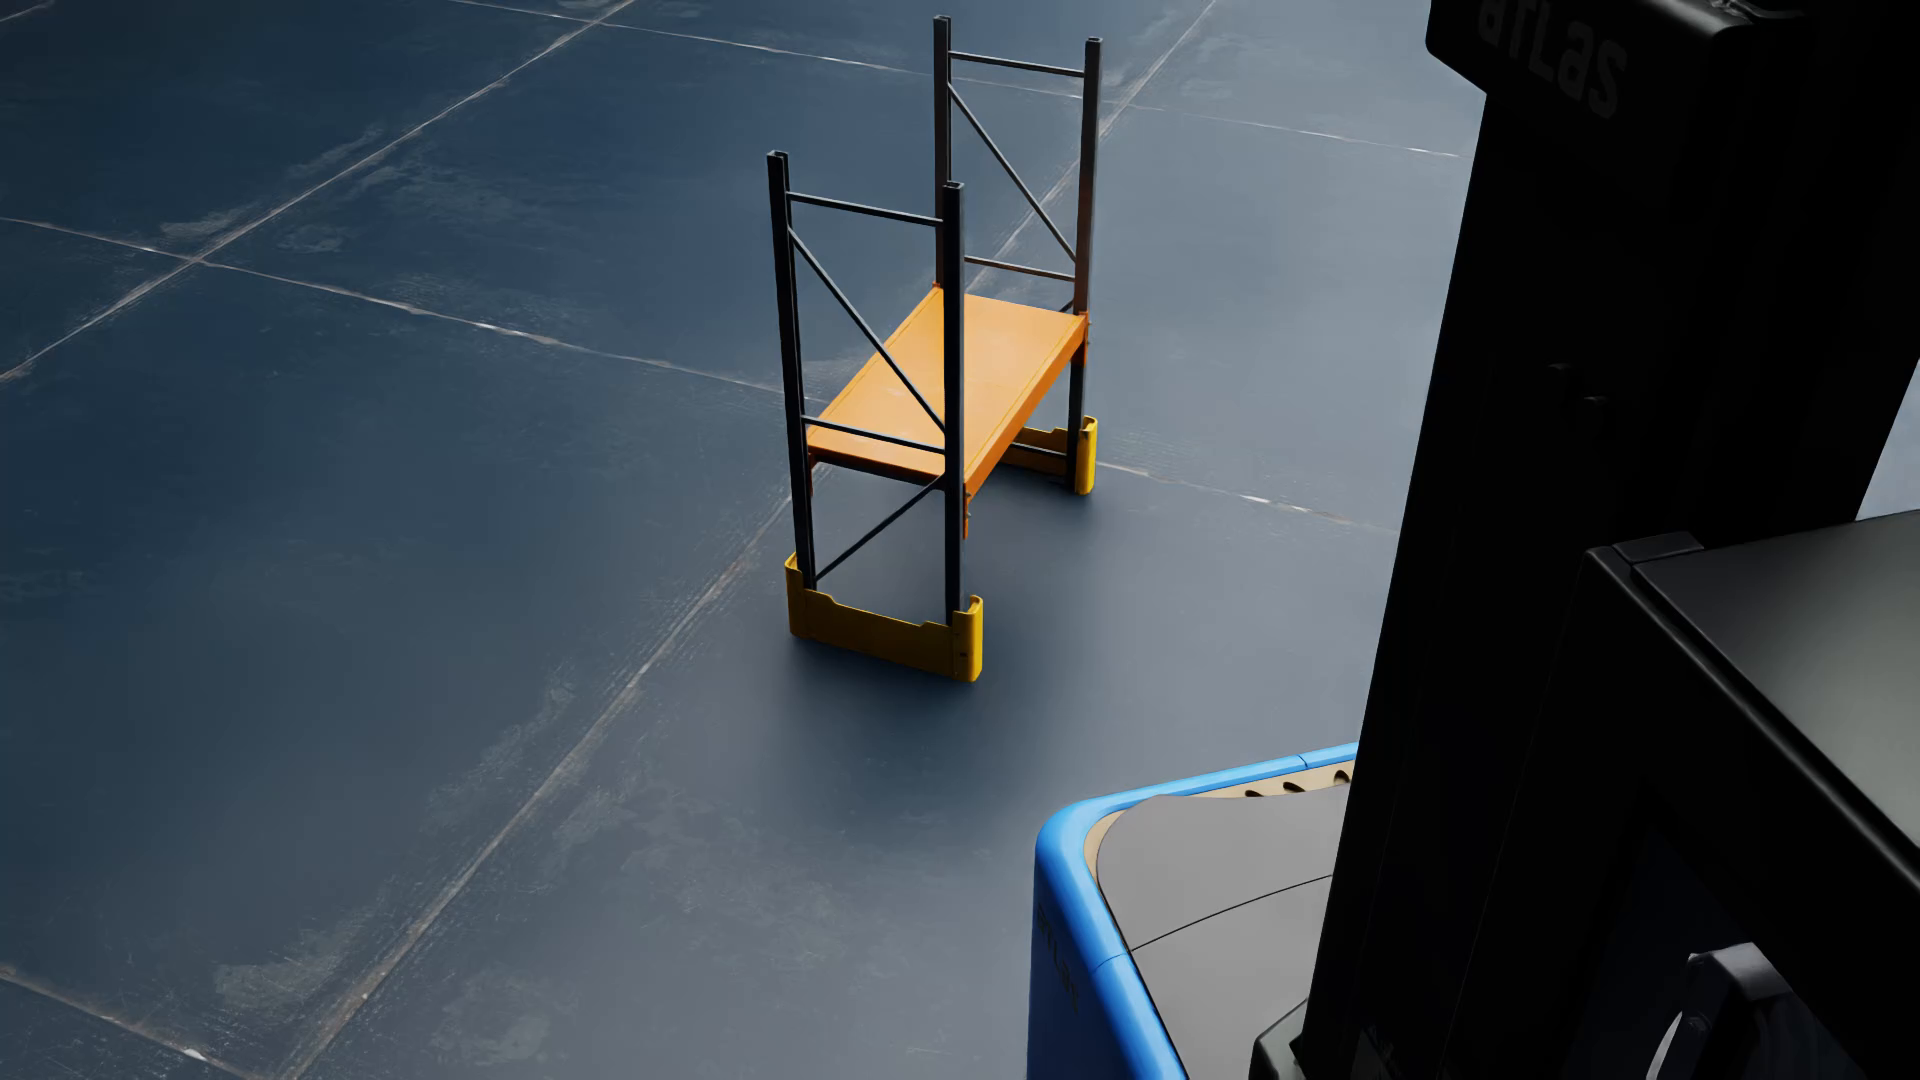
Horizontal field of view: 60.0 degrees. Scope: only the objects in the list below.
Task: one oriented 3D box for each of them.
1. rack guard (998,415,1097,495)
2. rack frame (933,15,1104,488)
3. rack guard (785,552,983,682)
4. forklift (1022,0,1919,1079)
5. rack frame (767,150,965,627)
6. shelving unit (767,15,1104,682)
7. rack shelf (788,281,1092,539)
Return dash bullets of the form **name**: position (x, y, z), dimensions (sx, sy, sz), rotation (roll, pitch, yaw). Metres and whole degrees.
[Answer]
- **rack guard**: position (0.160, -0.334, 5.488), dimensions (0.587, 0.250, 0.087), rotation (14, 39, 18)
- **rack frame**: position (0.161, -0.835, 5.114), dimensions (0.500, 1.500, 0.032), rotation (14, 39, 18)
- **rack guard**: position (-0.218, 0.218, 4.750), dimensions (0.587, 0.250, 0.087), rotation (14, 39, 18)
- **forklift**: position (1.013, 0.913, 1.580), dimensions (1.130, 2.935, 3.031), rotation (-10, 38, -13)
- **rack frame**: position (-0.226, -0.272, 4.361), dimensions (0.500, 1.500, 0.032), rotation (14, 39, 18)
- **shelving unit**: position (-0.029, -0.559, 4.745), dimensions (0.587, 1.500, 1.083), rotation (14, 39, 18)
- **rack shelf**: position (-0.032, -0.409, 4.845), dimensions (0.538, 0.185, 1.000), rotation (14, 39, 18)
